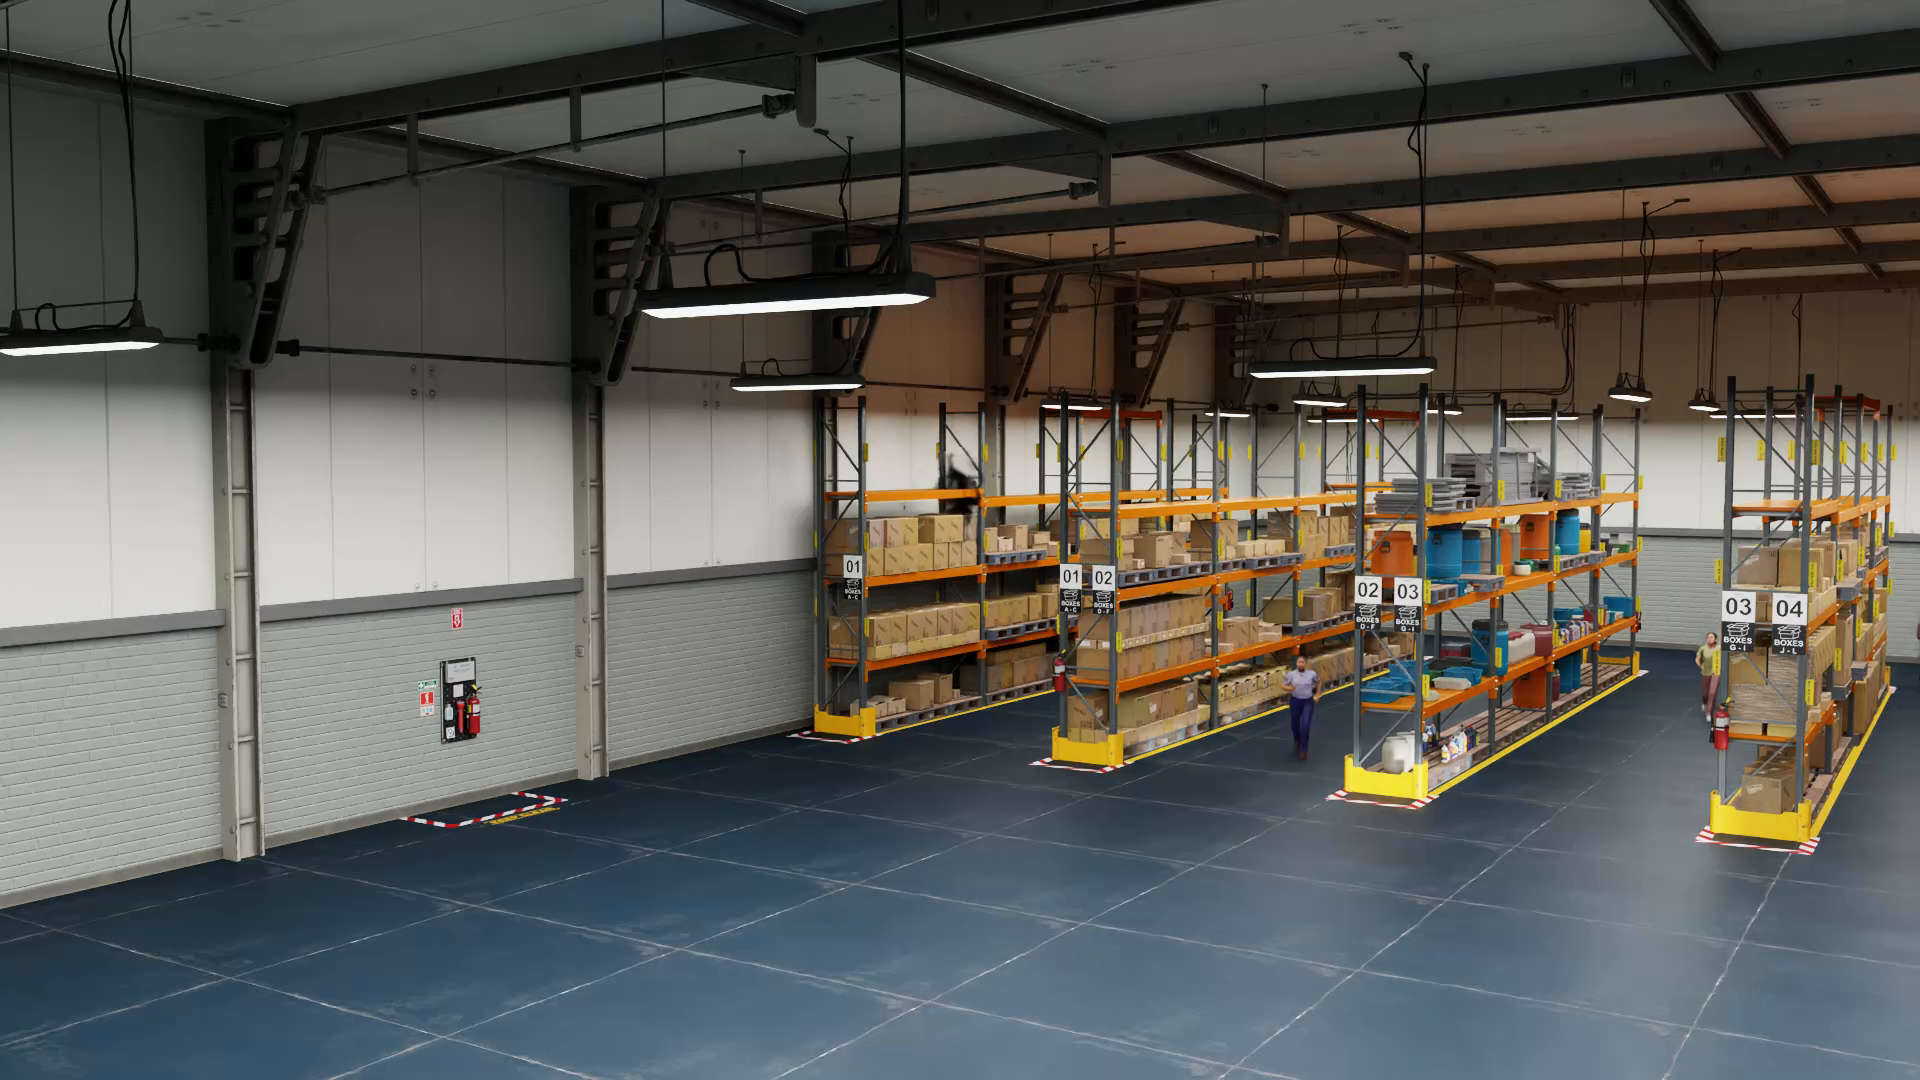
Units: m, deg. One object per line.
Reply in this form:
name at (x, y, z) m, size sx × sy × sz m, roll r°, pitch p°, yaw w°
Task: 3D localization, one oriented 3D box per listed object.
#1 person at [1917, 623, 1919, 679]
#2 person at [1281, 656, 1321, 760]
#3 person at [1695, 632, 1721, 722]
person at (20.466, 2.303, 35.009) m, size 0.714 × 1.756 × 0.842 m, roll -1°, pitch 3°, yaw -18°
person at (5.609, 2.723, 27.360) m, size 0.632 × 1.655 × 0.902 m, roll 1°, pitch 3°, yaw 15°
person at (14.137, 2.551, 31.255) m, size 0.587 × 1.661 × 0.808 m, roll 2°, pitch 3°, yaw 29°
